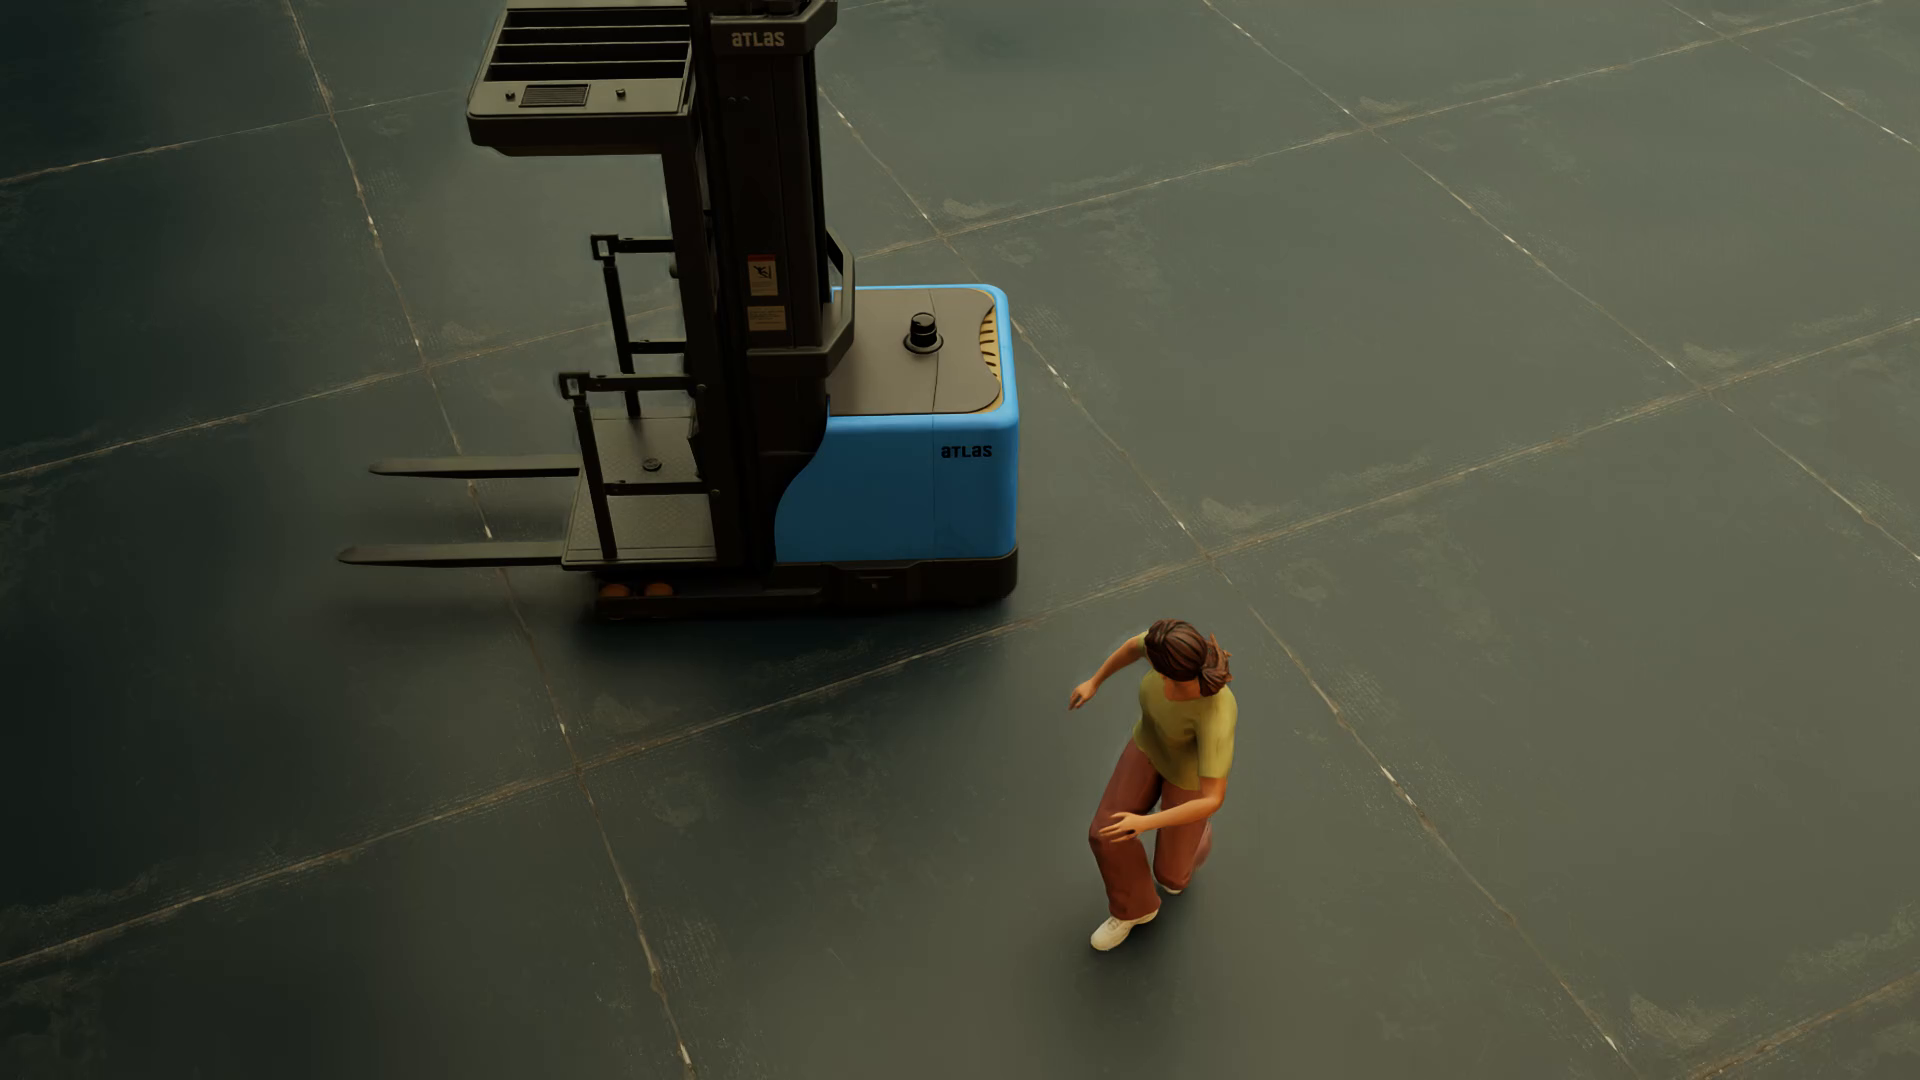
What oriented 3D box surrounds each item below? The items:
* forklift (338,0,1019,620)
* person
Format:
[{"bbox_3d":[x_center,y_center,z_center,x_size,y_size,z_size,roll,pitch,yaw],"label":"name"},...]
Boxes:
[{"bbox_3d":[-1.272,-1.083,6.841,3.031,2.935,1.130,-1,43,-1],"label":"forklift"},{"bbox_3d":[0.639,0.812,5.831,0.774,1.545,0.787,-30,51,-28],"label":"person"}]
